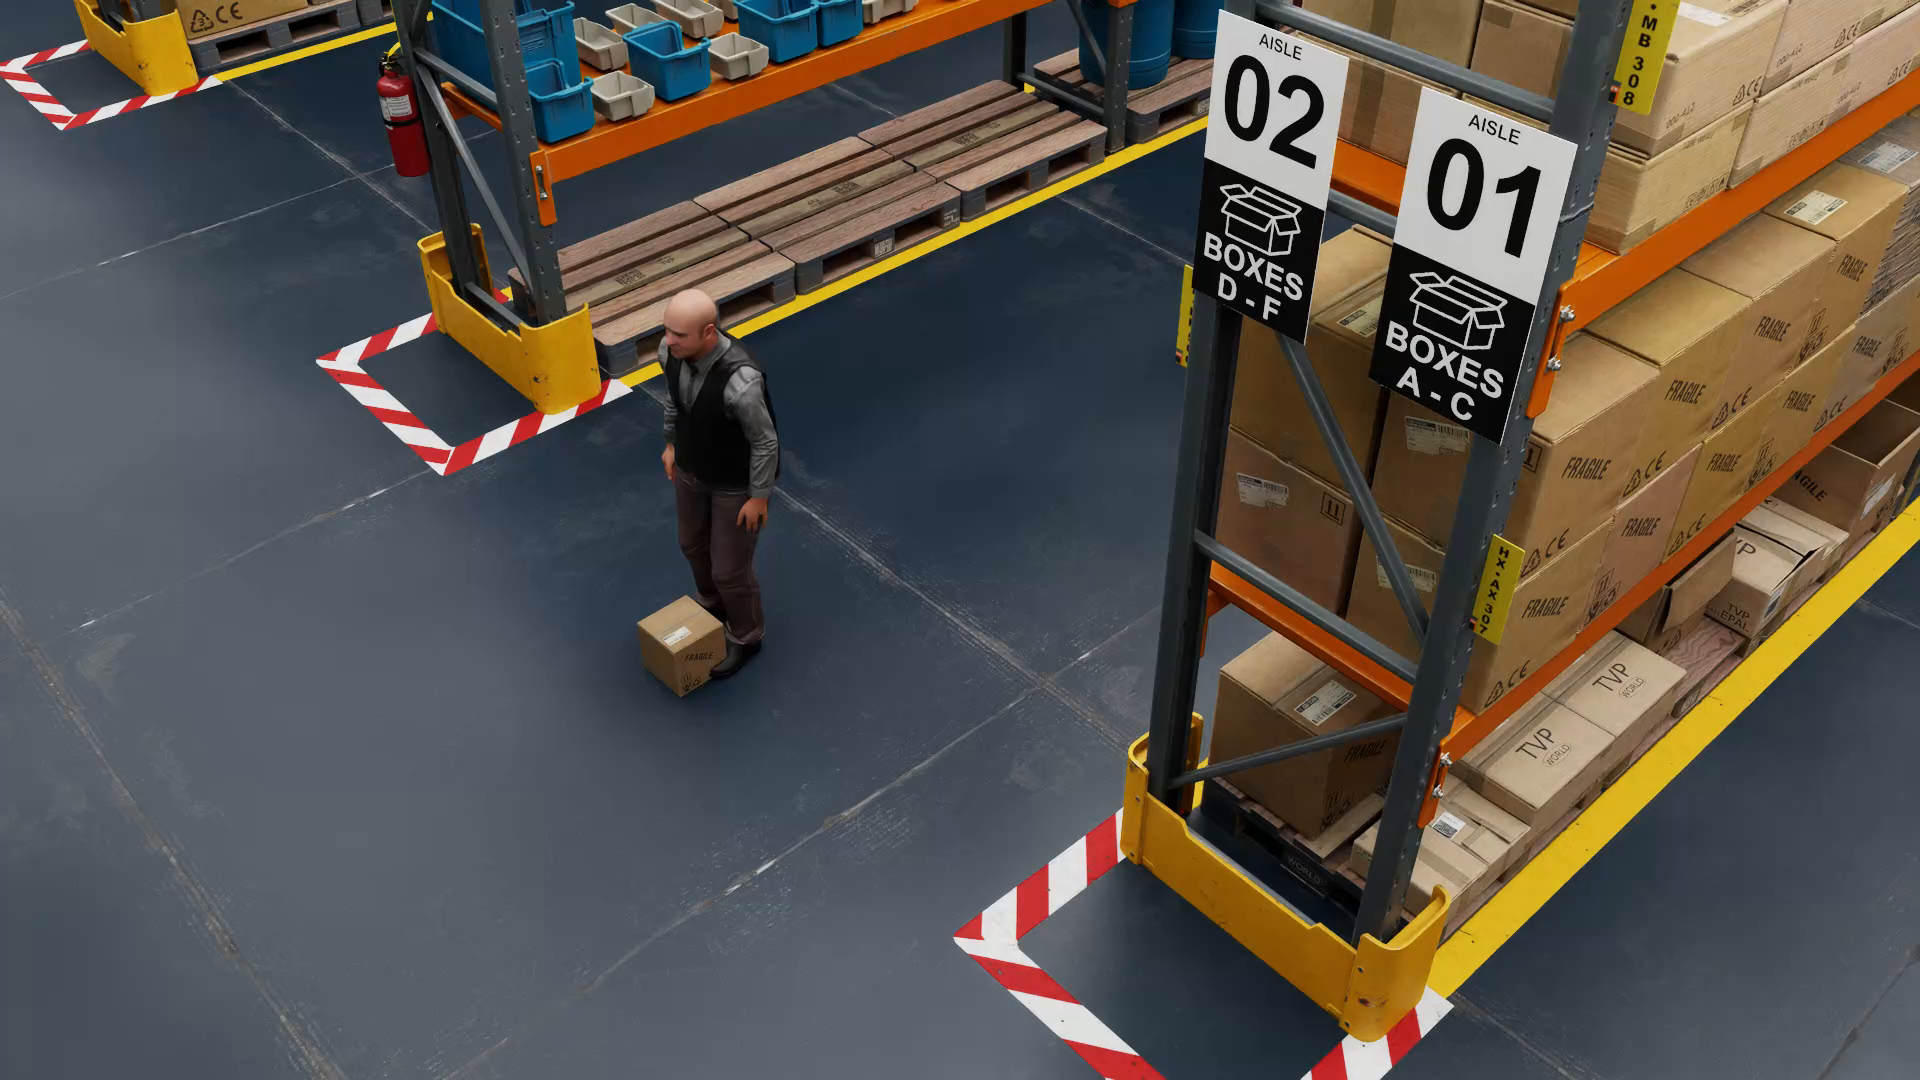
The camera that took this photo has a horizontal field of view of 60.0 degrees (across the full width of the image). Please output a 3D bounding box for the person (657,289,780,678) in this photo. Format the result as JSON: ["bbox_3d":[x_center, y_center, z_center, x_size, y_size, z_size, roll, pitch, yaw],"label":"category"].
[{"bbox_3d":[-0.944,-0.245,6.472,0.587,1.720,0.475,32,49,32],"label":"person"}]
